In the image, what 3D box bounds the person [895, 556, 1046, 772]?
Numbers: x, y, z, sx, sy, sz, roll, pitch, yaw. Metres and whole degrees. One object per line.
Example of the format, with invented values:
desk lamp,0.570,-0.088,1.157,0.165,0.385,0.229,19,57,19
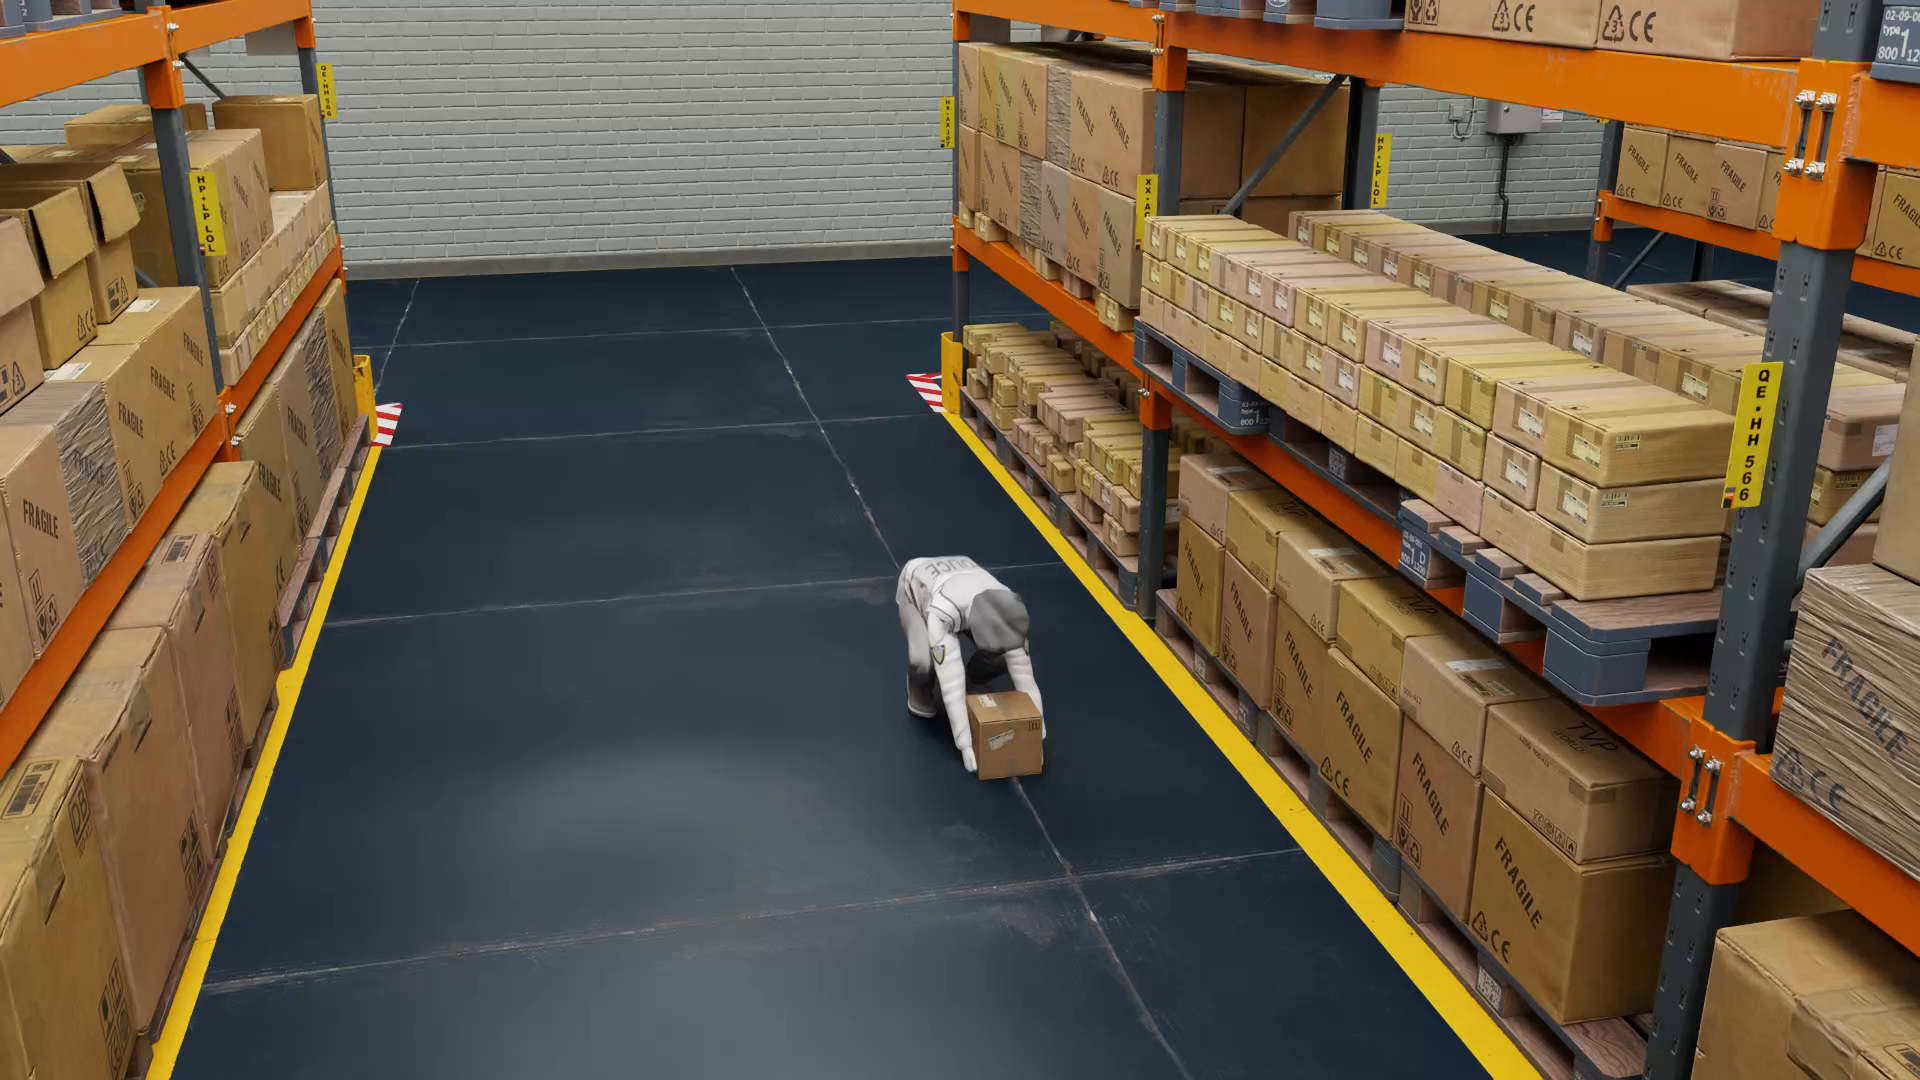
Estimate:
person,0.021,0.444,6.799,0.474,0.734,0.971,-5,20,-14
